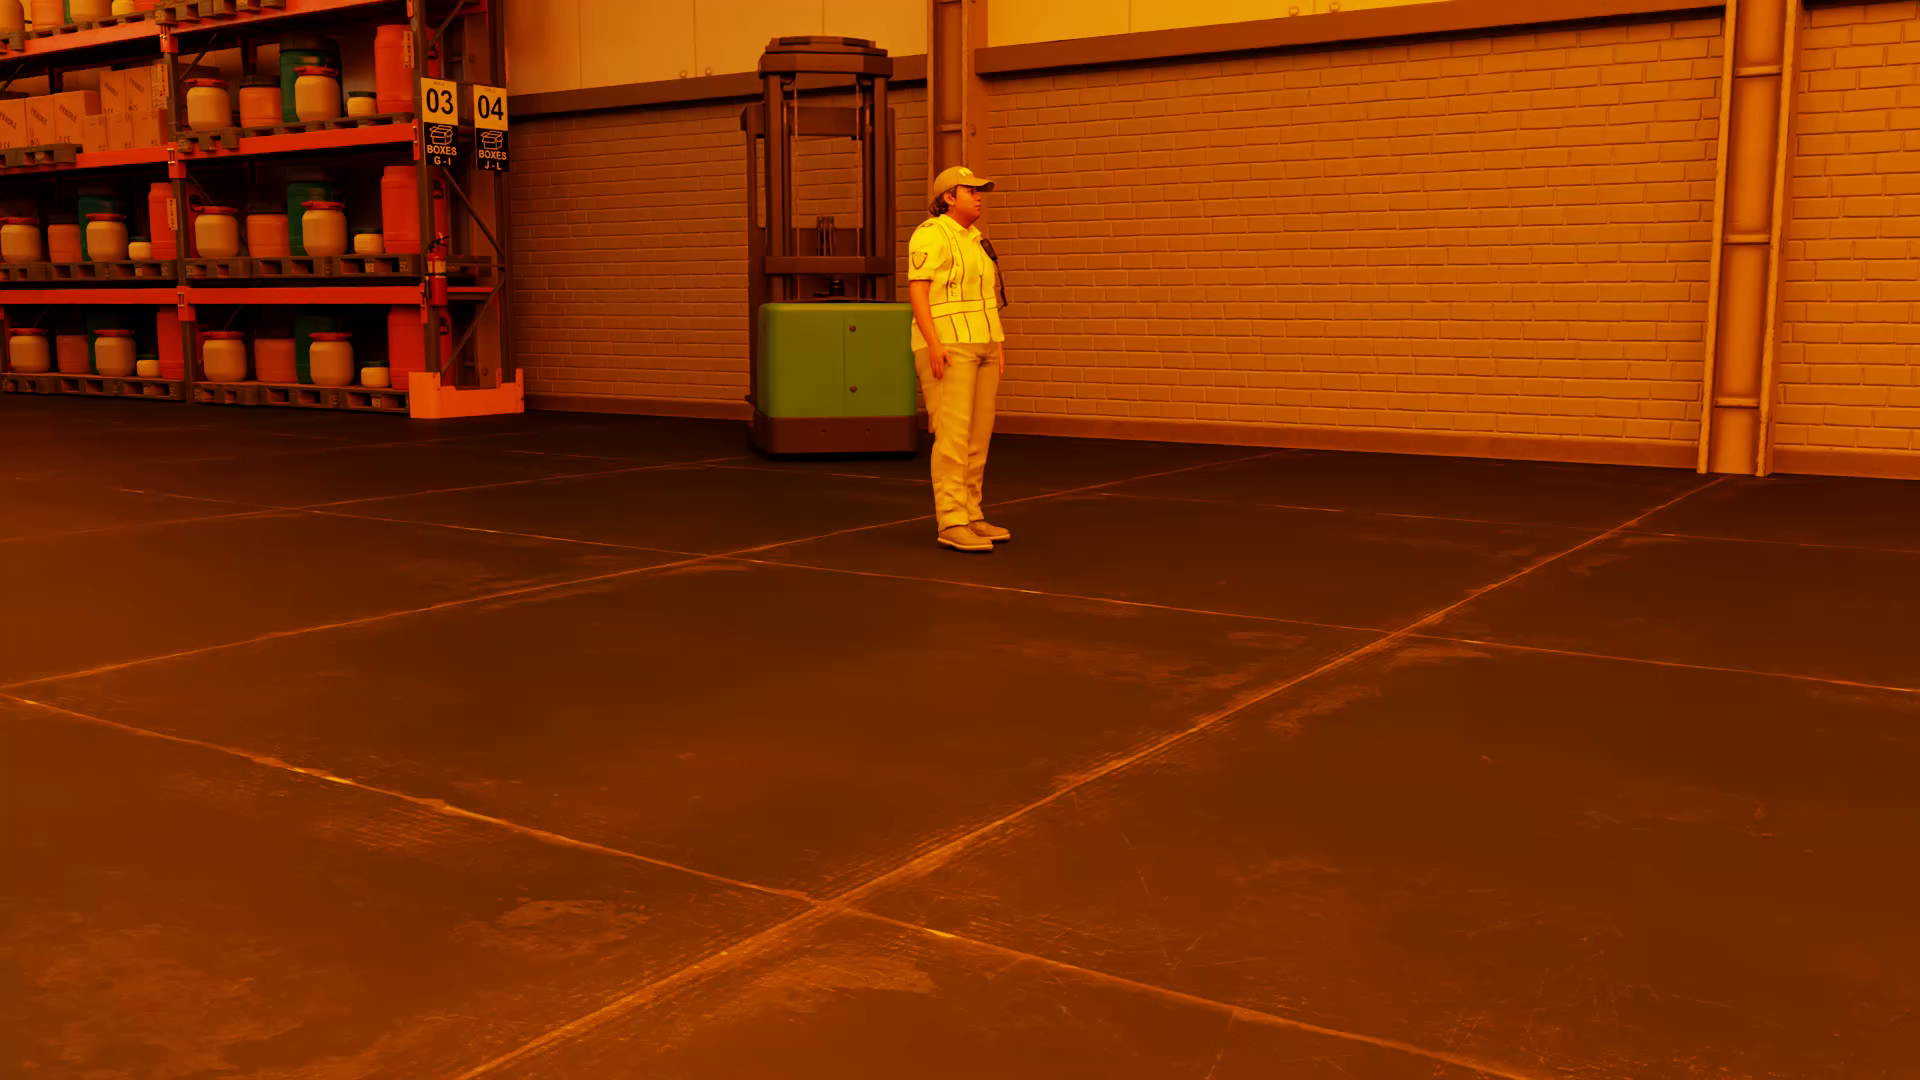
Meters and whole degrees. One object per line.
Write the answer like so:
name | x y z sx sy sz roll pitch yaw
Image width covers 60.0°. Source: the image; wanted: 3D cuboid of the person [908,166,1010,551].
person | 0.051 -0.824 7.424 0.529 1.670 0.599 5 10 34

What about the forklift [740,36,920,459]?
forklift | -1.065 -2.183 12.543 1.130 2.935 3.031 -2 8 -11
